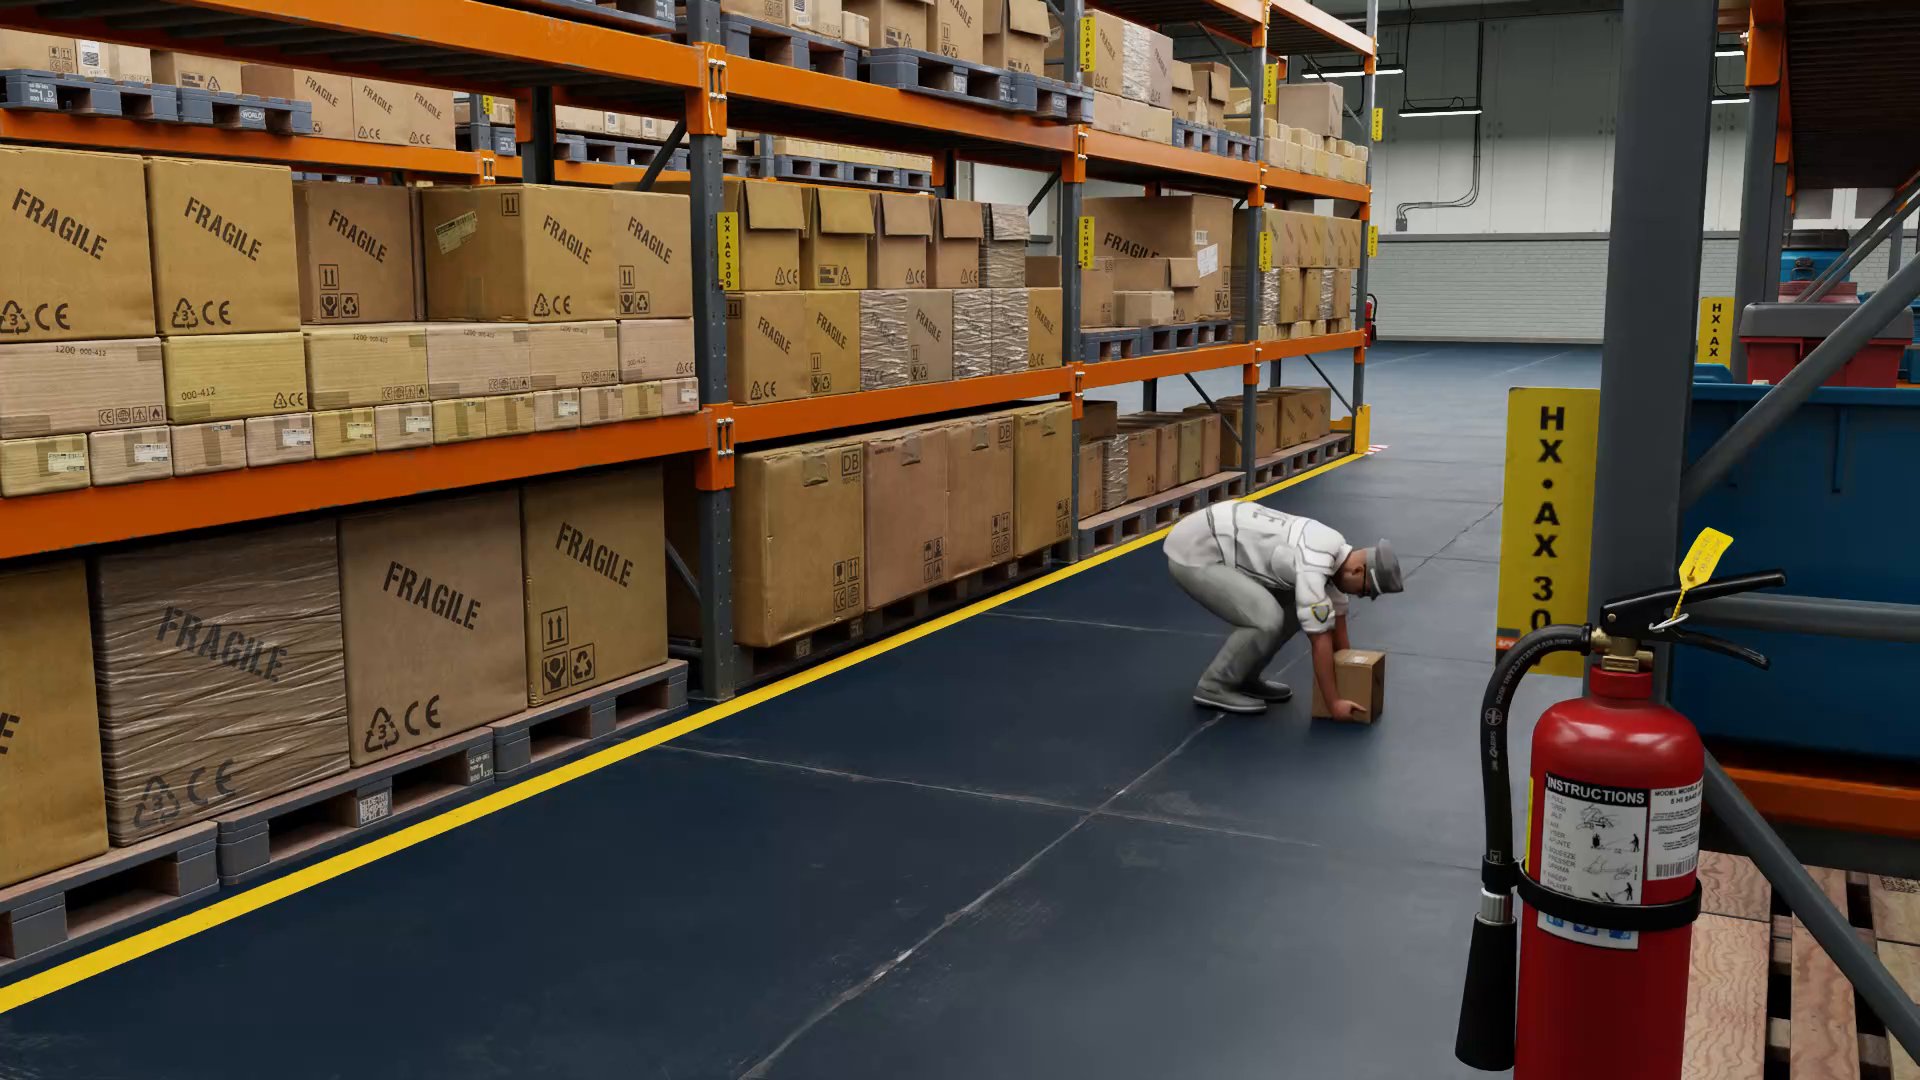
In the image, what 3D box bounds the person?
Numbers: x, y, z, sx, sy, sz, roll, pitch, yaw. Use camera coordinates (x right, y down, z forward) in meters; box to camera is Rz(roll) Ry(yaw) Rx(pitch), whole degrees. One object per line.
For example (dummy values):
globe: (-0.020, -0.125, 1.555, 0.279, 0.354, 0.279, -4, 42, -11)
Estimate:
person: (1.400, 0.296, 7.246, 1.027, 0.913, 0.529, 4, 10, 24)
